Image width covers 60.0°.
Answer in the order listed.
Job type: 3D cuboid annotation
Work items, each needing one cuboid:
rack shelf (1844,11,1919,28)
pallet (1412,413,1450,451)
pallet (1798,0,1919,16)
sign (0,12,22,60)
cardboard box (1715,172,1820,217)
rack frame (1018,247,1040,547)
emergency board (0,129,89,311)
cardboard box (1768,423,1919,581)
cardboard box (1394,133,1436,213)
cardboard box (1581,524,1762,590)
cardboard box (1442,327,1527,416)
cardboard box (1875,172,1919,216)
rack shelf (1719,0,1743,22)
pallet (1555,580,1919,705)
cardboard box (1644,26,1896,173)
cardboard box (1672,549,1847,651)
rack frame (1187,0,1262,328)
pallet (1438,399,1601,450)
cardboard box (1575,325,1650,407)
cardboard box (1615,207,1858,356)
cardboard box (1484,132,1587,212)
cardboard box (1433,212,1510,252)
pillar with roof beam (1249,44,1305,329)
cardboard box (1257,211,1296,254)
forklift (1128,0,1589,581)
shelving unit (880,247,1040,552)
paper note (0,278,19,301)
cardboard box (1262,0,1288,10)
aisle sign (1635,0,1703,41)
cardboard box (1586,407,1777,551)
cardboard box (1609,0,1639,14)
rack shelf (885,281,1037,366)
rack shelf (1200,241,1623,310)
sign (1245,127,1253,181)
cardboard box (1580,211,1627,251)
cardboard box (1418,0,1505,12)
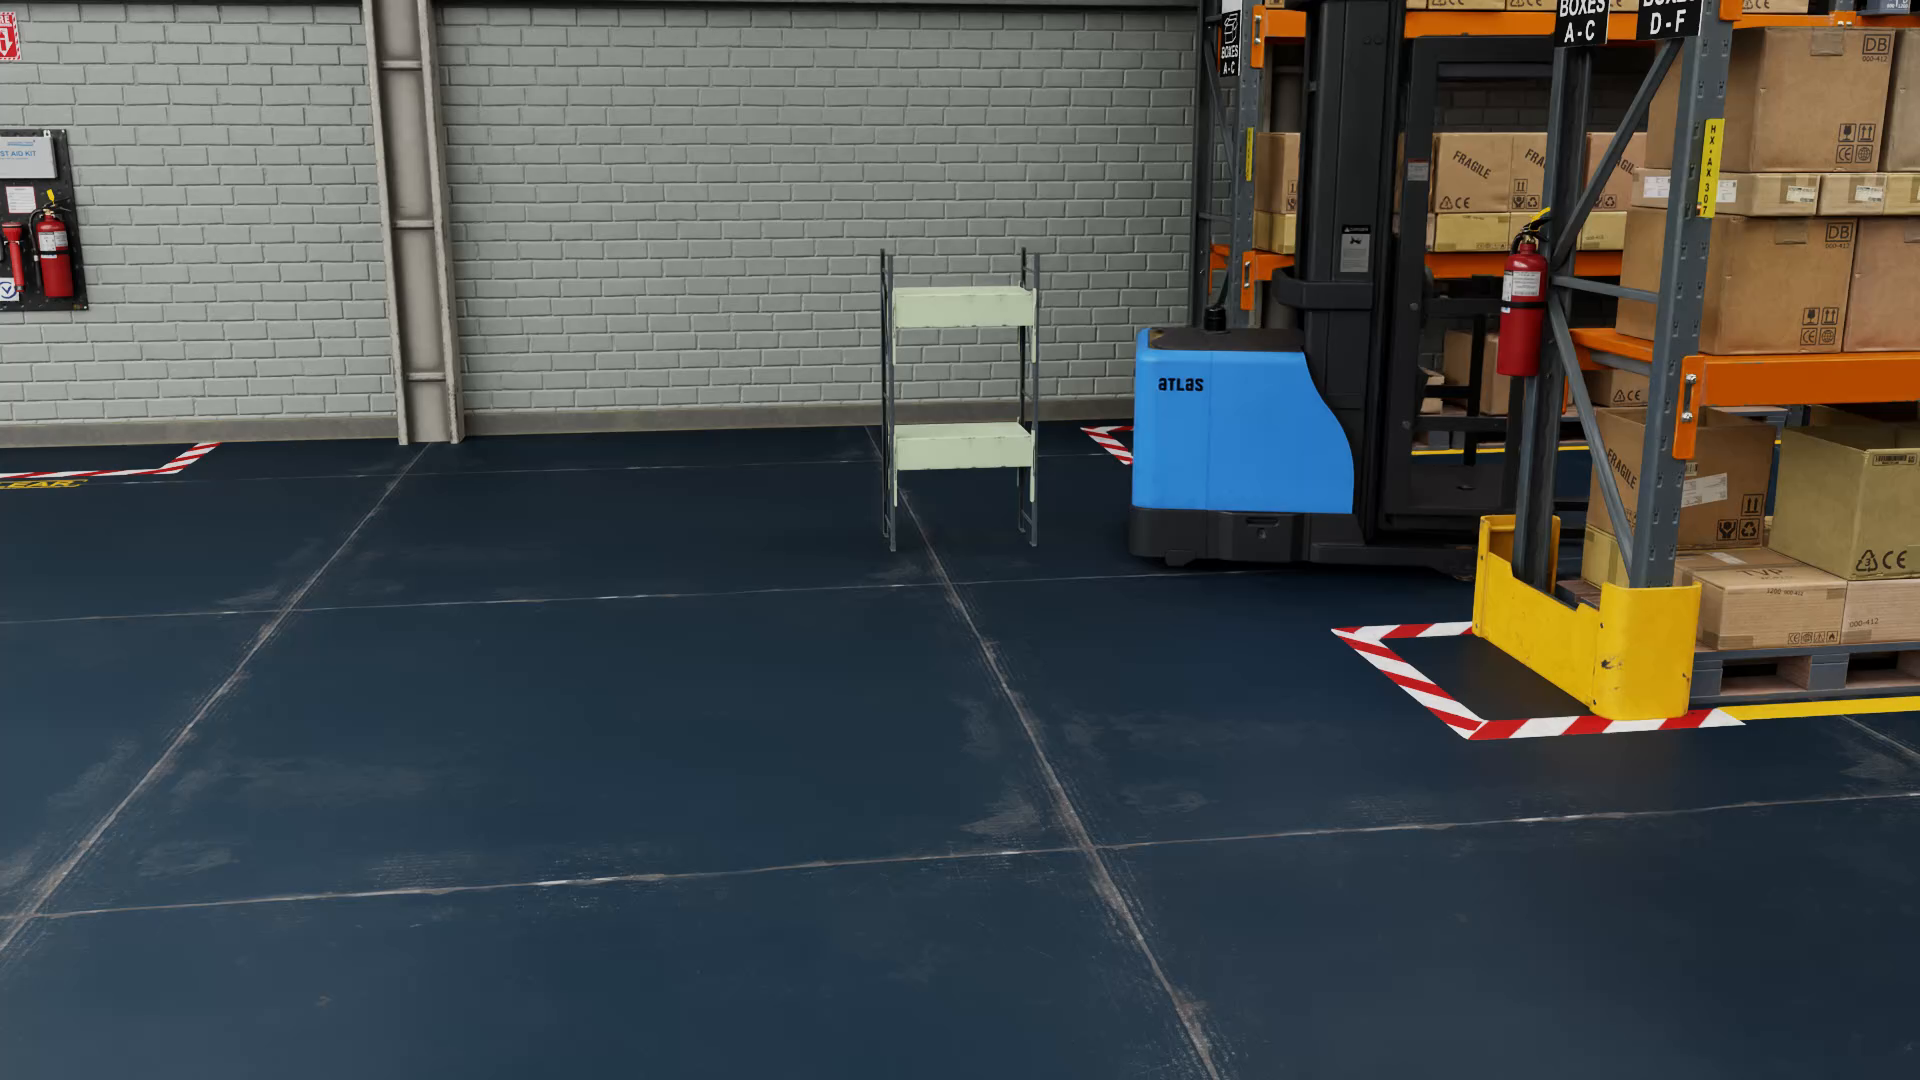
[{"bbox_3d":[7.664,-3.453,11.638,4.000,0.370,1.077,-2,14,-8],"label":"rack shelf"},{"bbox_3d":[2.614,-0.801,11.482,1.213,0.211,1.003,-2,14,-8],"label":"pallet"},{"bbox_3d":[6.312,-3.636,11.272,1.003,0.211,1.213,-2,14,-8],"label":"pallet"},{"bbox_3d":[-6.111,-3.214,10.604,0.199,0.298,0.001,-2,14,-8],"label":"sign"},{"bbox_3d":[2.892,-1.264,6.057,0.250,0.149,0.380,-2,14,-9],"label":"cardboard box"},{"bbox_3d":[0.355,-0.740,8.591,0.023,1.500,0.400,-2,14,-8],"label":"rack frame"},{"bbox_3d":[-6.088,-2.066,10.792,0.643,1.169,0.194,-2,14,-8],"label":"emergency board"},{"bbox_3d":[3.530,-0.157,6.428,0.500,0.500,0.500,-2,14,-8],"label":"cardboard box"},{"bbox_3d":[2.738,-2.391,10.816,0.500,0.500,0.500,-2,14,-8],"label":"cardboard box"},{"bbox_3d":[2.959,0.101,6.942,0.500,0.250,0.500,-2,14,-8],"label":"cardboard box"},{"bbox_3d":[3.725,-1.170,11.453,0.500,0.500,0.700,-3,14,-12],"label":"cardboard box"},{"bbox_3d":[3.400,-1.283,6.132,0.250,0.149,0.380,-2,14,-8],"label":"cardboard box"},{"bbox_3d":[4.450,-2.117,6.309,4.000,0.370,1.077,-2,14,-8],"label":"rack shelf"},{"bbox_3d":[3.222,0.376,6.788,1.213,0.211,1.003,-2,14,-8],"label":"pallet"},{"bbox_3d":[2.988,-1.632,6.191,0.500,0.500,0.700,-2,14,-8],"label":"cardboard box"},{"bbox_3d":[3.036,0.226,6.445,0.500,0.250,0.500,-2,14,-8],"label":"cardboard box"},{"bbox_3d":[1.731,-2.130,11.049,0.127,3.000,1.000,-2,14,-8],"label":"rack frame"},{"bbox_3d":[3.818,-0.845,11.655,1.213,0.211,1.003,-2,14,-8],"label":"pallet"},{"bbox_3d":[4.666,-1.229,11.689,0.500,0.500,0.500,-3,14,-13],"label":"cardboard box"},{"bbox_3d":[2.936,-1.001,6.341,0.500,0.500,0.700,-2,14,-8],"label":"cardboard box"},{"bbox_3d":[3.758,-2.430,10.970,0.500,0.500,0.500,-2,14,-7],"label":"cardboard box"},{"bbox_3d":[3.276,-2.048,10.987,0.500,0.250,0.500,-2,14,-9],"label":"cardboard box"},{"bbox_3d":[2.935,-4.238,7.121,0.400,9.000,9.100,-2,14,-8],"label":"pillar with roof beam"},{"bbox_3d":[2.261,-2.008,10.830,0.500,0.250,0.500,-3,14,-10],"label":"cardboard box"},{"bbox_3d":[2.382,-1.356,8.105,3.031,2.935,1.130,2,14,6],"label":"forklift"},{"bbox_3d":[-0.007,-0.727,8.538,0.755,1.500,0.431,-2,14,-8],"label":"shelving unit"},{"bbox_3d":[-6.274,-1.649,10.940,0.142,0.148,0.016,-2,14,-8],"label":"paper note"},{"bbox_3d":[2.099,-3.595,10.478,0.500,0.500,0.500,-2,14,-7],"label":"cardboard box"},{"bbox_3d":[2.453,-2.123,5.678,0.004,0.787,0.394,-2,14,-8],"label":"aisle sign"},{"bbox_3d":[2.958,-0.263,6.853,0.500,0.500,0.500,-2,14,-8],"label":"cardboard box"},{"bbox_3d":[4.179,-3.666,10.760,0.500,0.500,0.500,-3,14,-11],"label":"cardboard box"},{"bbox_3d":[-0.007,-1.106,8.443,0.720,0.370,0.431,-2,14,-8],"label":"rack shelf"},{"bbox_3d":[3.708,-1.854,11.425,4.000,0.370,1.077,-2,14,-8],"label":"rack shelf"},{"bbox_3d":[1.812,-2.419,10.423,0.005,0.325,0.100,-2,14,-8],"label":"sign"},{"bbox_3d":[4.274,-2.084,11.132,0.500,0.250,0.500,-2,14,-9],"label":"cardboard box"},{"bbox_3d":[3.148,-3.626,10.600,0.500,0.500,0.500,-1,14,-6],"label":"cardboard box"}]
